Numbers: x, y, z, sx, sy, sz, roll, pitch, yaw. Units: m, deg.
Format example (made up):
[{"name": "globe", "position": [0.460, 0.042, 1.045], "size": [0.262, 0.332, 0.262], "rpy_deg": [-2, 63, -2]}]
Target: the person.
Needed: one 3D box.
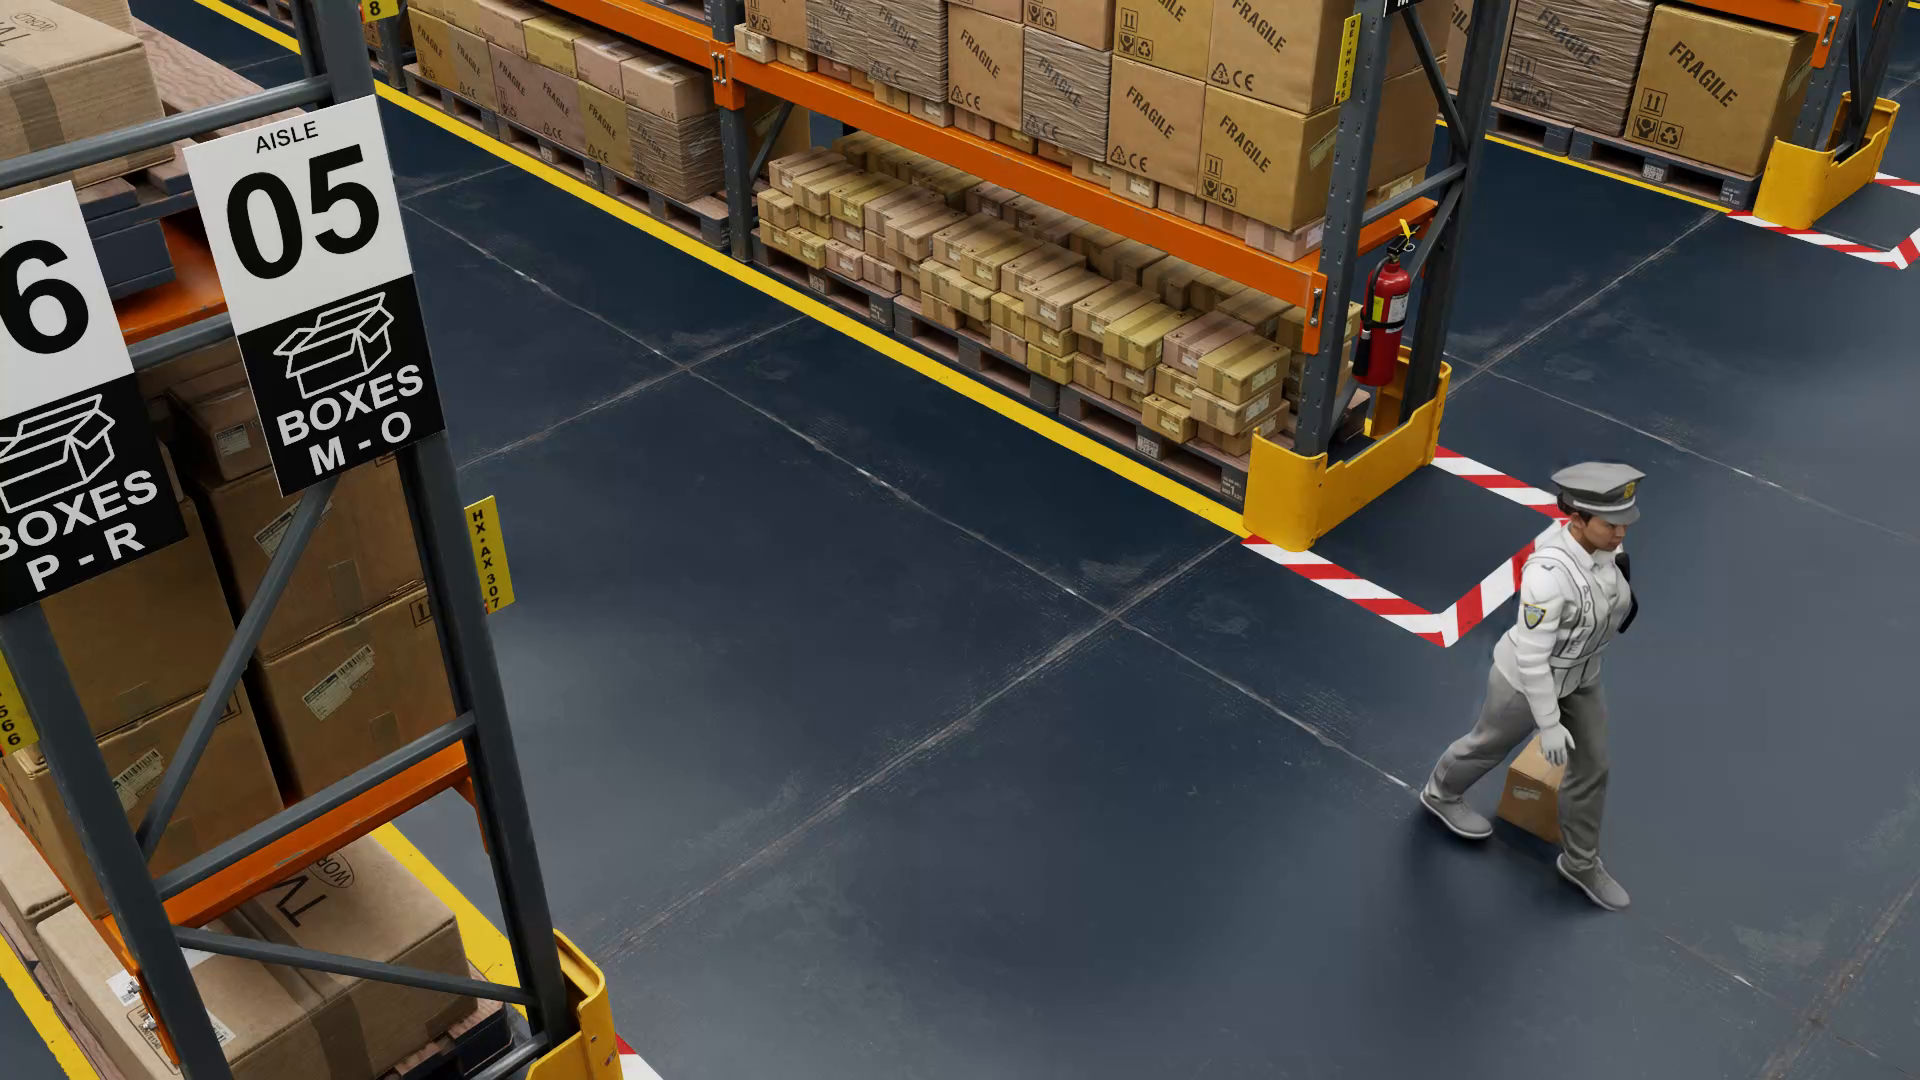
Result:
[{"name": "person", "position": [1.956, 0.488, 5.460], "size": [0.522, 1.706, 0.773], "rpy_deg": [-25, 43, -30]}]
